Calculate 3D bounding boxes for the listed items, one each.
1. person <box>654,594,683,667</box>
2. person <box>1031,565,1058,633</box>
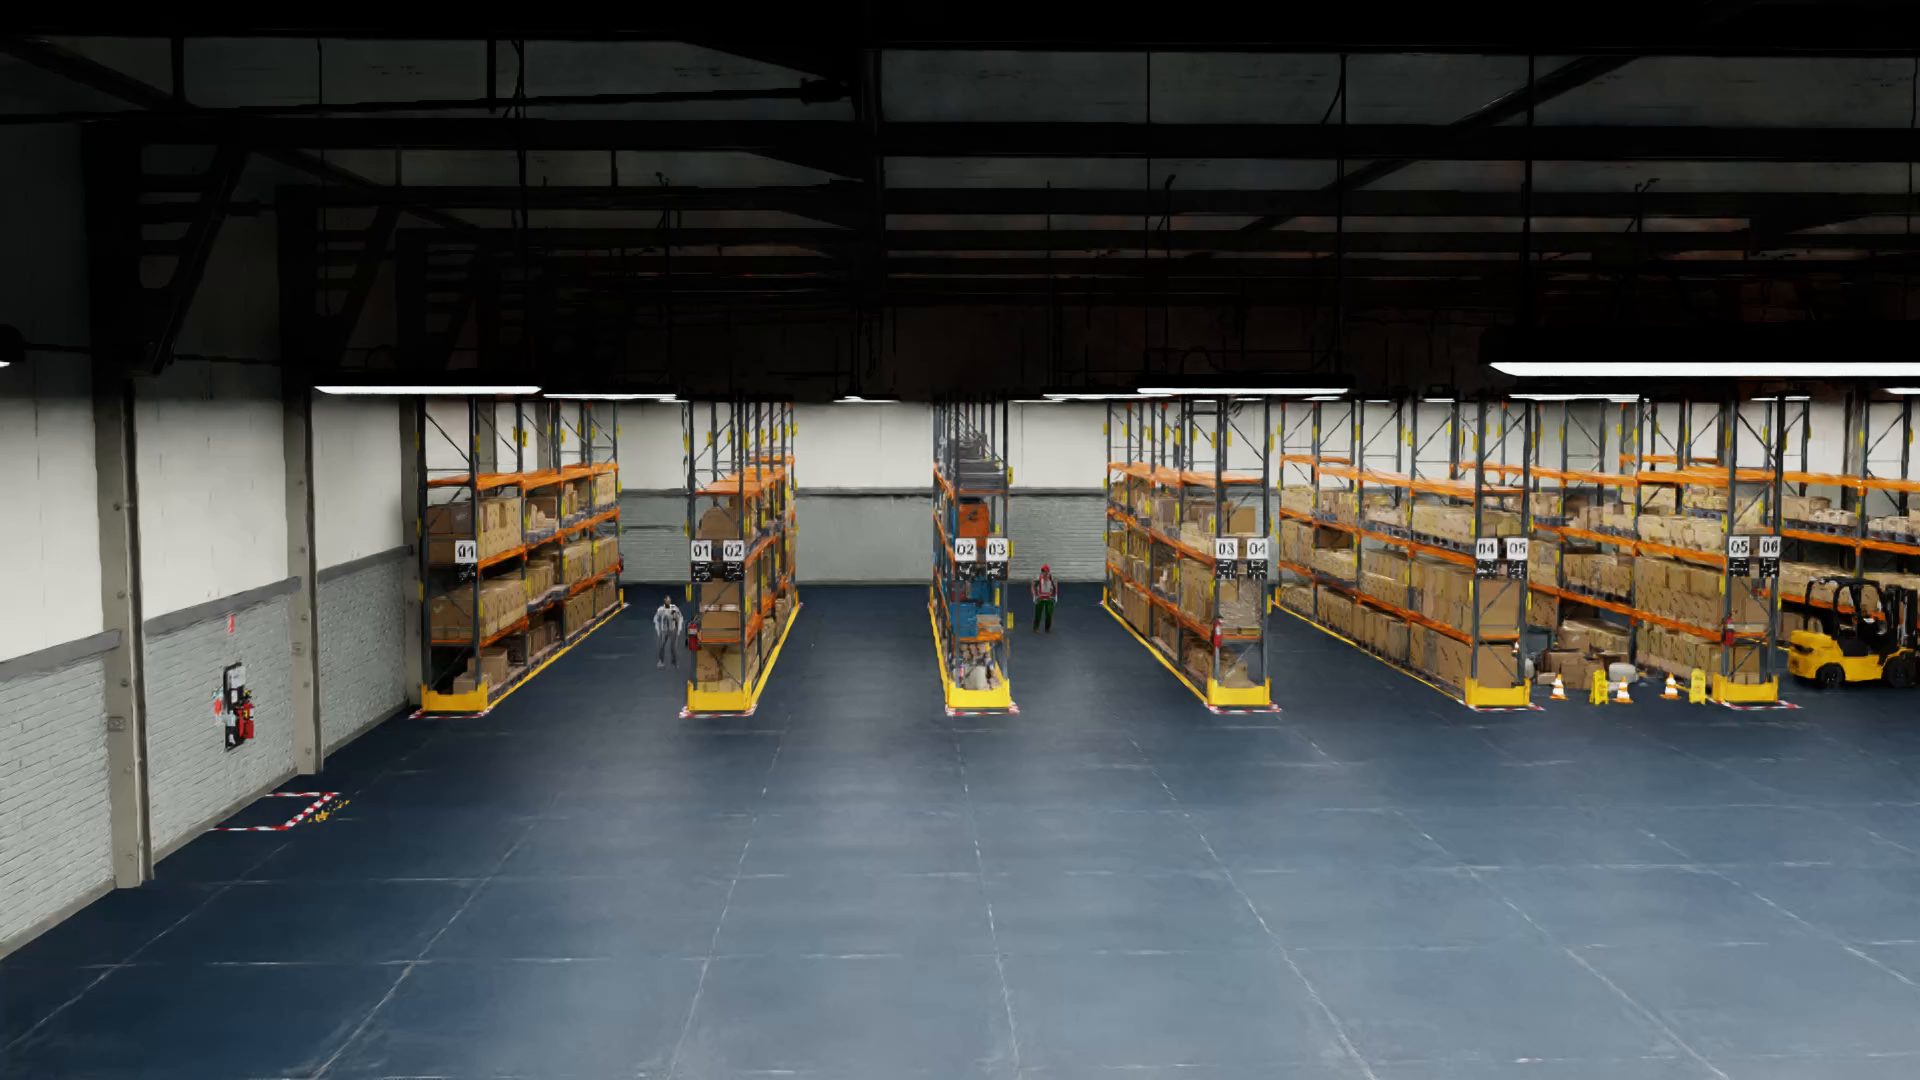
[{"bbox_3d":[-6.345,1.965,36.197,0.639,1.632,0.498,0,5,-4],"label":"person"},{"bbox_3d":[2.113,1.470,41.610,0.677,1.742,0.552,0,5,-4],"label":"person"}]
